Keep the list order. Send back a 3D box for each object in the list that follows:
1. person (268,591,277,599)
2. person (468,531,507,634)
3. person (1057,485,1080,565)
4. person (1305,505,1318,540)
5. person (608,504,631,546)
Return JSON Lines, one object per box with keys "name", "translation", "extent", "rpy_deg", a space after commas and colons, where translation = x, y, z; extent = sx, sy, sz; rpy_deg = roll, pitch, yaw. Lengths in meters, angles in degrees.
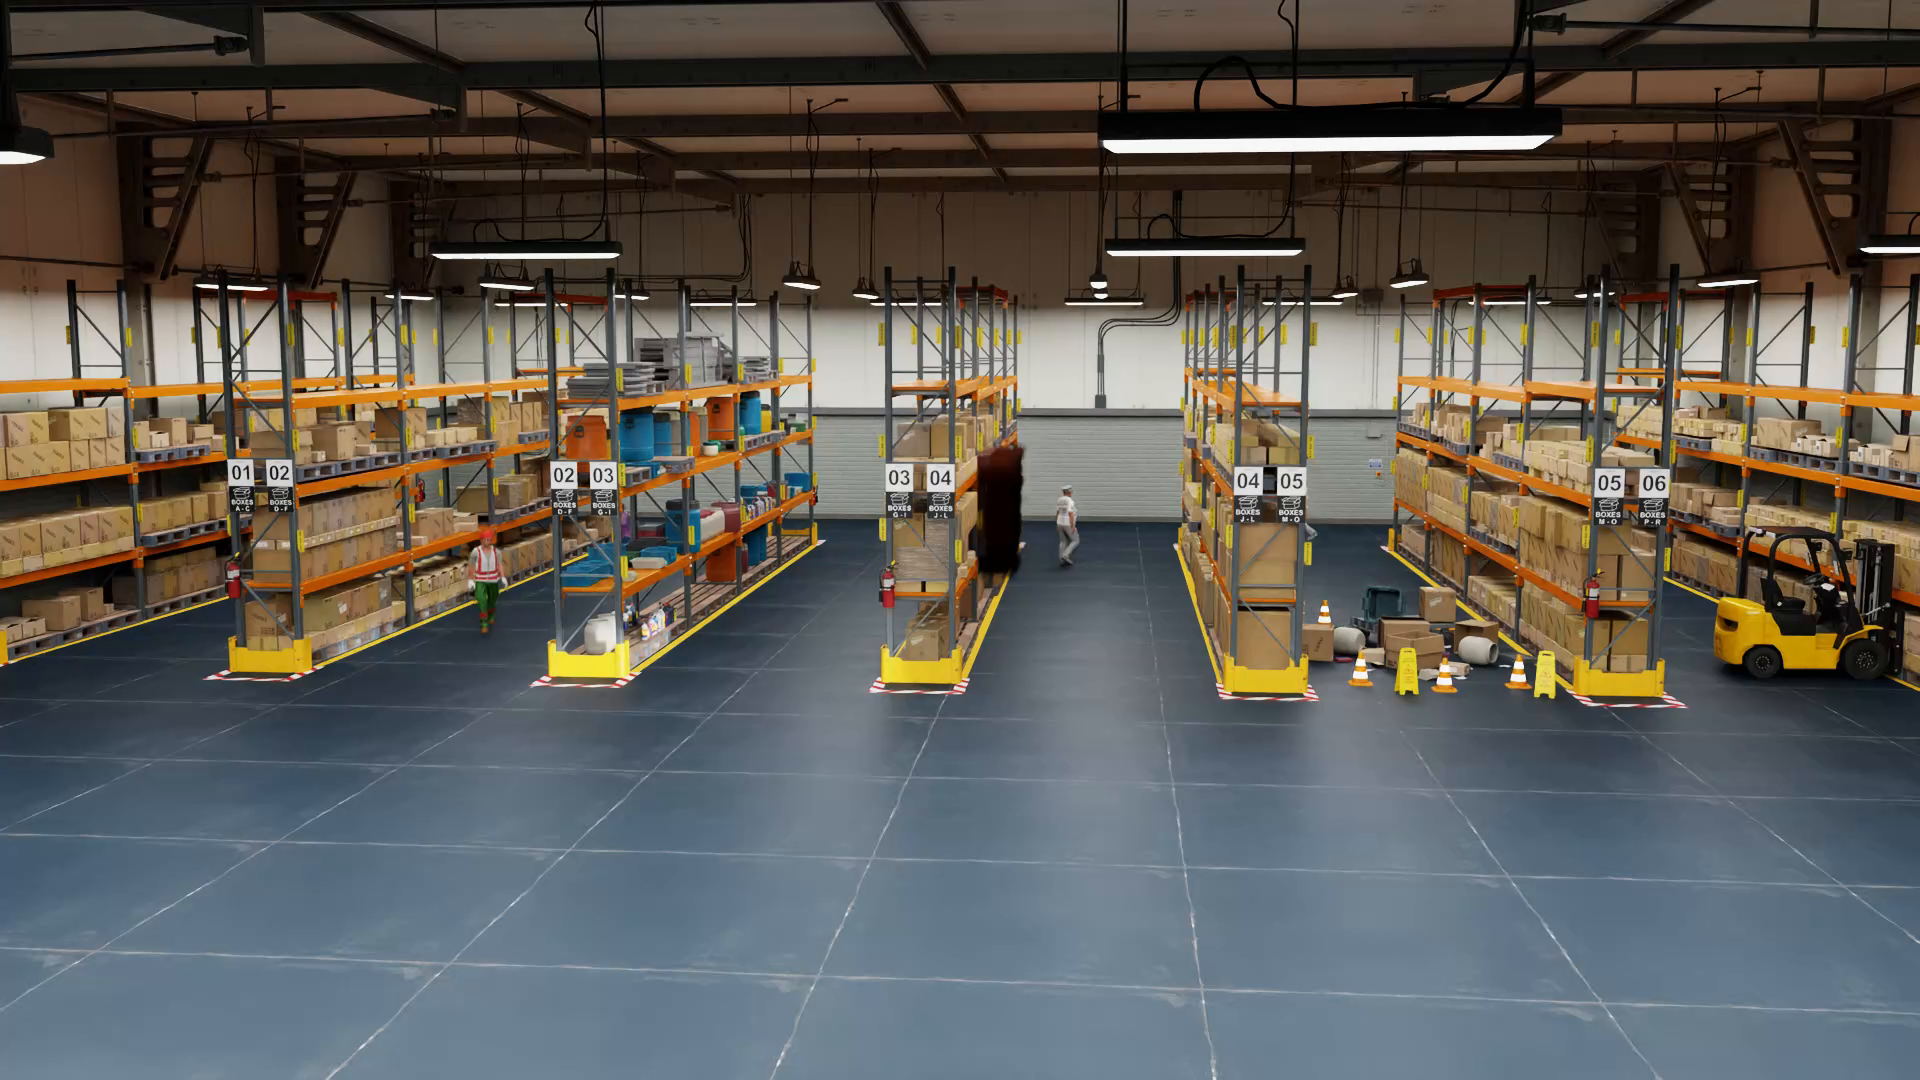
{"name": "person", "translation": [-12.570, 0.395, 30.707], "extent": [0.716, 1.728, 1.081], "rpy_deg": [0, 7, -4]}
{"name": "person", "translation": [-8.037, 0.694, 28.278], "extent": [0.636, 1.723, 1.137], "rpy_deg": [-3, 7, -20]}
{"name": "person", "translation": [2.325, -0.325, 36.679], "extent": [0.491, 1.766, 0.594], "rpy_deg": [-5, 9, -36]}
{"name": "person", "translation": [8.309, -0.740, 40.573], "extent": [0.916, 1.621, 0.504], "rpy_deg": [0, 7, 0]}
{"name": "person", "translation": [-7.166, -0.061, 35.408], "extent": [0.494, 1.511, 0.781], "rpy_deg": [2, 7, 16]}
